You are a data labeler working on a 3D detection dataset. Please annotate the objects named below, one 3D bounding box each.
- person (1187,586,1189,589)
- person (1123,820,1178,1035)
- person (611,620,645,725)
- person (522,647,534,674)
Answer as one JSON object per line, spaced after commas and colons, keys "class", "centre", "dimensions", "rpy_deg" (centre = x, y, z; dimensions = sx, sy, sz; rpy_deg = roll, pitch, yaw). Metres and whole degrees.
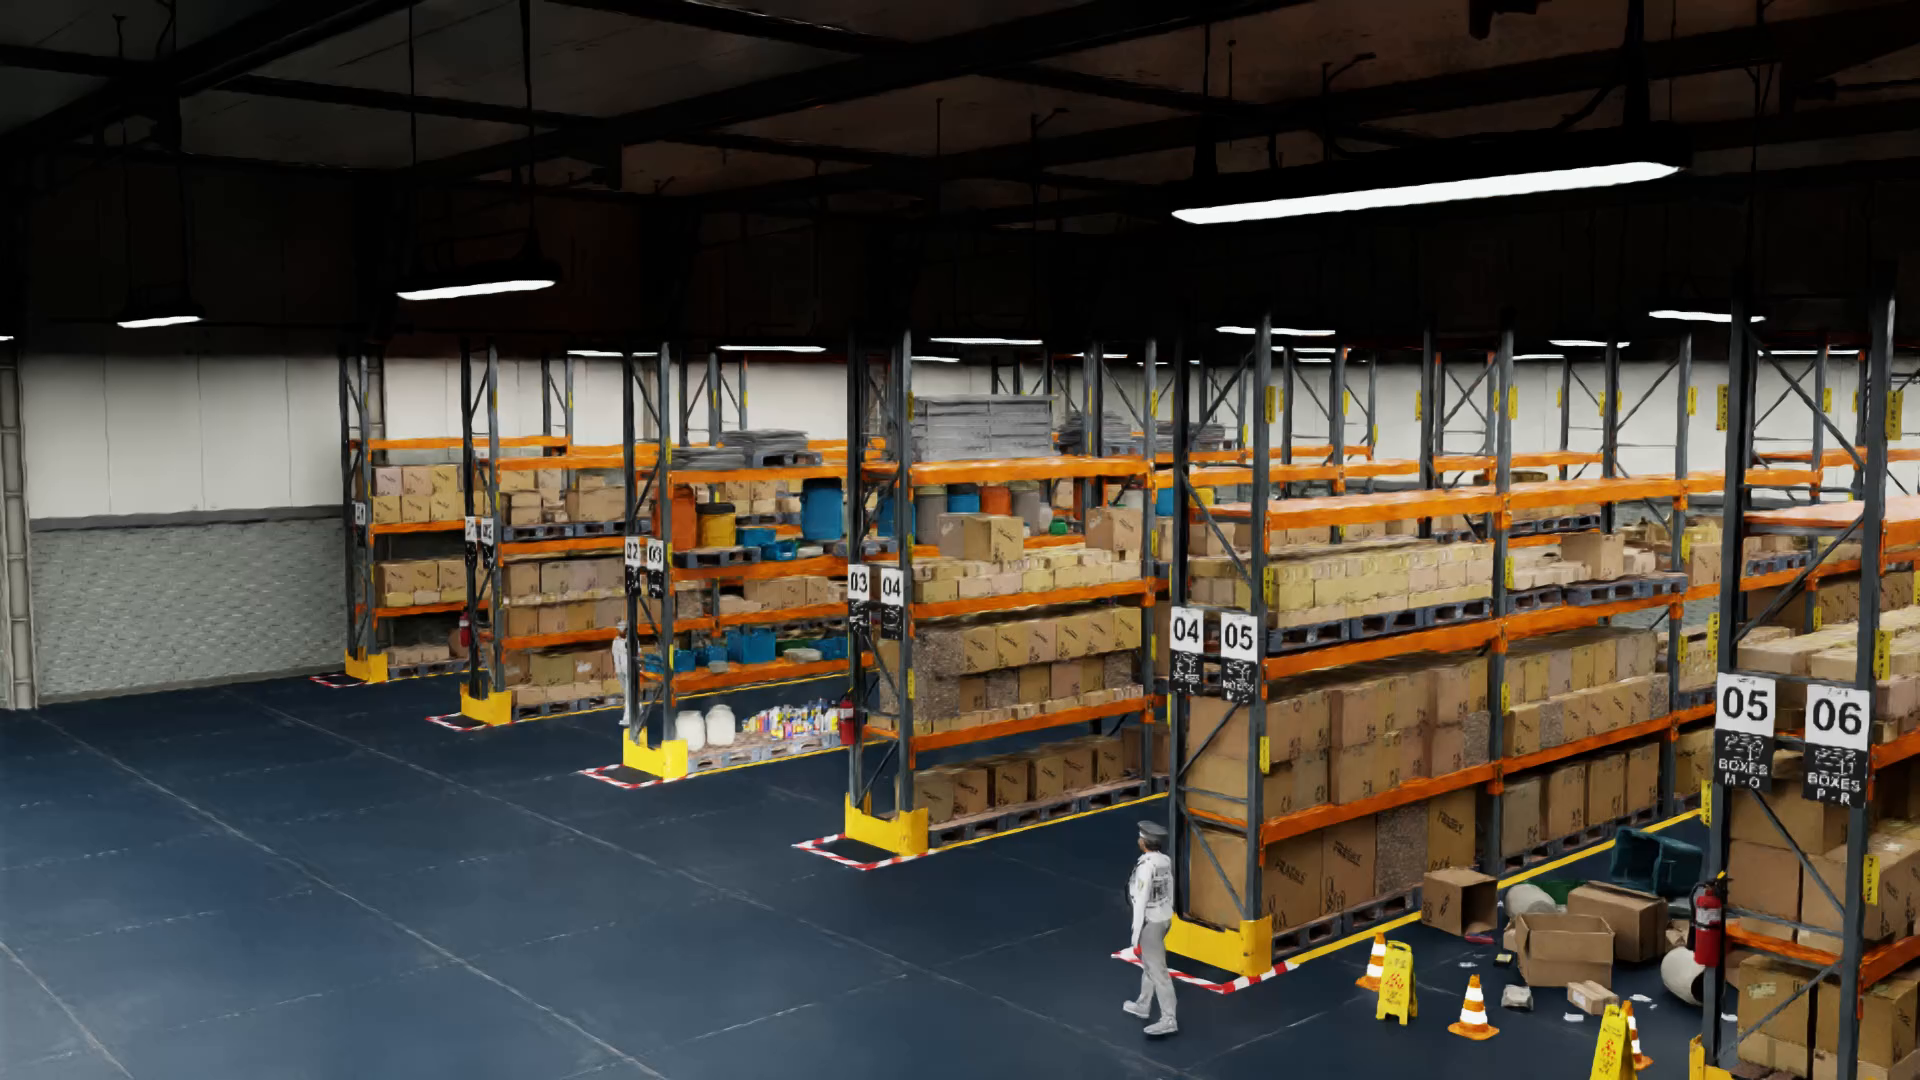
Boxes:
{"class": "person", "centre": [4.317, 1.484, 31.880], "dimensions": [0.970, 1.614, 0.483], "rpy_deg": [-3, 6, -32]}
{"class": "person", "centre": [1.546, 3.119, 13.555], "dimensions": [0.601, 1.657, 0.589], "rpy_deg": [3, 6, 30]}
{"class": "person", "centre": [-5.205, 2.039, 26.007], "dimensions": [0.519, 1.613, 0.942], "rpy_deg": [2, 6, 25]}
{"class": "person", "centre": [-7.915, 1.637, 30.367], "dimensions": [0.600, 1.614, 0.774], "rpy_deg": [3, 6, 27]}
